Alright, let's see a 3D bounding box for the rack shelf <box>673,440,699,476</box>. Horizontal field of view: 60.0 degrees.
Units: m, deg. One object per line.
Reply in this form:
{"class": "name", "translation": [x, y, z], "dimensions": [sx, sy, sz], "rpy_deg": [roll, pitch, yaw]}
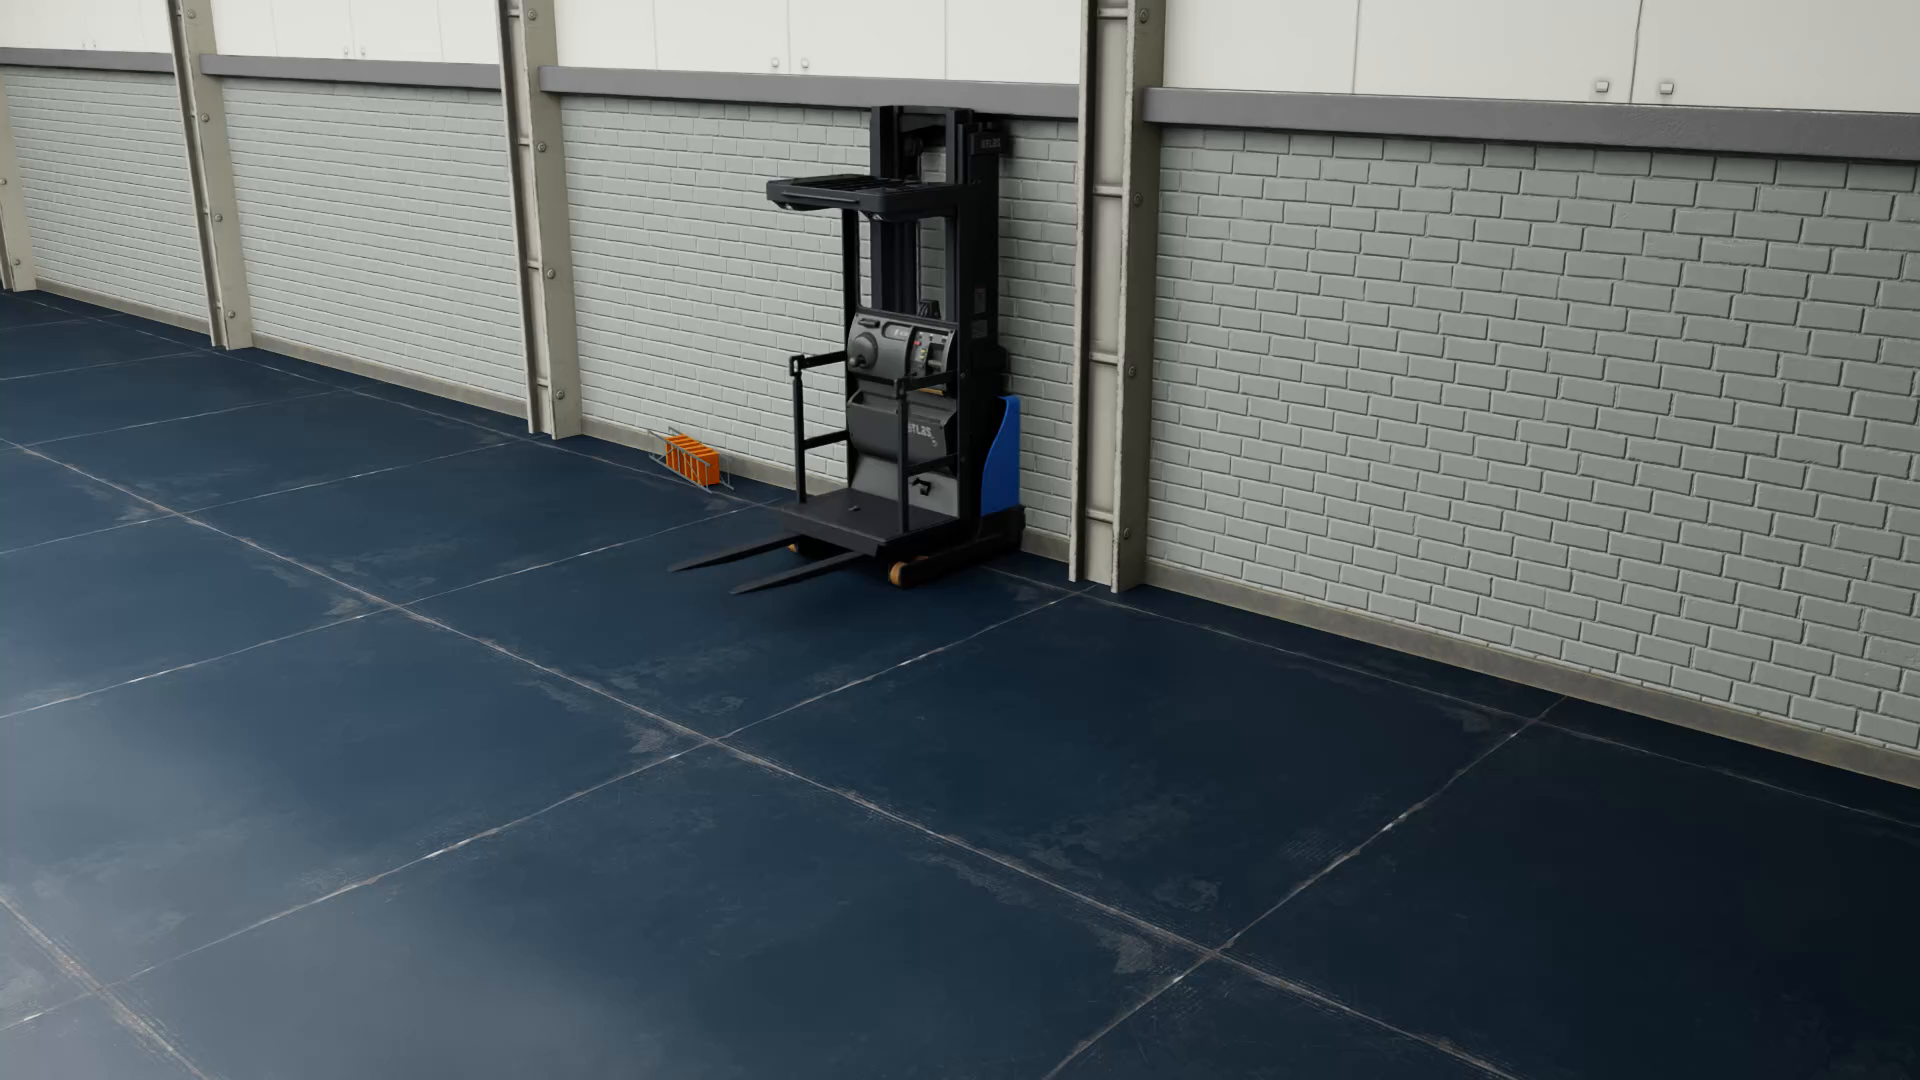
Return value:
{"class": "rack shelf", "translation": [-2.167, -0.654, 13.209], "dimensions": [0.180, 0.258, 0.103], "rpy_deg": [-13, 23, -31]}

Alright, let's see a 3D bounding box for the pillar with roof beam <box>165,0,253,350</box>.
{"class": "pillar with roof beam", "translation": [-10.880, -5.460, 13.941], "dimensions": [0.400, 9.000, 9.100], "rpy_deg": [15, 23, 39]}

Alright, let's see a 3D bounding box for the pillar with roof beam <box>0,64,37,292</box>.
{"class": "pillar with roof beam", "translation": [-15.368, -6.665, 17.737], "dimensions": [0.400, 9.000, 9.100], "rpy_deg": [15, 23, 39]}

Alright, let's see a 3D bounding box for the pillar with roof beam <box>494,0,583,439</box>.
{"class": "pillar with roof beam", "translation": [-6.392, -4.256, 10.145], "dimensions": [0.400, 9.000, 9.100], "rpy_deg": [15, 23, 39]}

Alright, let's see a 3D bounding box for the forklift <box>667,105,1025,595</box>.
{"class": "forklift", "translation": [-0.533, -1.265, 10.753], "dimensions": [1.130, 2.935, 3.031], "rpy_deg": [16, 24, 41]}

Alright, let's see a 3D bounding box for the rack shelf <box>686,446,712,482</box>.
{"class": "rack shelf", "translation": [-2.036, -0.588, 13.018], "dimensions": [0.180, 0.258, 0.103], "rpy_deg": [-13, 23, -31]}

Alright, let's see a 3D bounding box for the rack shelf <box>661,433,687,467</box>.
{"class": "rack shelf", "translation": [-2.298, -0.720, 13.399], "dimensions": [0.180, 0.258, 0.103], "rpy_deg": [-13, 23, -31]}

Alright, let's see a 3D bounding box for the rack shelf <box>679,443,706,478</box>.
{"class": "rack shelf", "translation": [-2.102, -0.621, 13.114], "dimensions": [0.180, 0.258, 0.103], "rpy_deg": [-13, 23, -31]}

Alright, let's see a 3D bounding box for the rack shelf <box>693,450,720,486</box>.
{"class": "rack shelf", "translation": [-1.971, -0.555, 12.923], "dimensions": [0.180, 0.258, 0.103], "rpy_deg": [-13, 23, -31]}

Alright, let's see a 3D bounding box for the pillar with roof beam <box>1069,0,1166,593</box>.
{"class": "pillar with roof beam", "translation": [-1.905, -3.051, 6.349], "dimensions": [0.400, 9.000, 9.100], "rpy_deg": [15, 23, 39]}

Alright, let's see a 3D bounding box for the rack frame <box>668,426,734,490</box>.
{"class": "rack frame", "translation": [-2.066, -0.659, 13.220], "dimensions": [0.006, 0.240, 1.200], "rpy_deg": [-13, 23, -31]}

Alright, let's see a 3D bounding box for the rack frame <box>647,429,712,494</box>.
{"class": "rack frame", "translation": [-2.220, -0.625, 13.127], "dimensions": [0.006, 0.240, 1.200], "rpy_deg": [-13, 23, -31]}

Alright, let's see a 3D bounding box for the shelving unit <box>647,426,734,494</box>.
{"class": "shelving unit", "translation": [-2.143, -0.642, 13.174], "dimensions": [0.189, 0.258, 1.200], "rpy_deg": [-13, 23, -31]}

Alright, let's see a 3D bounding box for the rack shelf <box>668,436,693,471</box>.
{"class": "rack shelf", "translation": [-2.232, -0.687, 13.304], "dimensions": [0.180, 0.258, 0.103], "rpy_deg": [-13, 23, -31]}
